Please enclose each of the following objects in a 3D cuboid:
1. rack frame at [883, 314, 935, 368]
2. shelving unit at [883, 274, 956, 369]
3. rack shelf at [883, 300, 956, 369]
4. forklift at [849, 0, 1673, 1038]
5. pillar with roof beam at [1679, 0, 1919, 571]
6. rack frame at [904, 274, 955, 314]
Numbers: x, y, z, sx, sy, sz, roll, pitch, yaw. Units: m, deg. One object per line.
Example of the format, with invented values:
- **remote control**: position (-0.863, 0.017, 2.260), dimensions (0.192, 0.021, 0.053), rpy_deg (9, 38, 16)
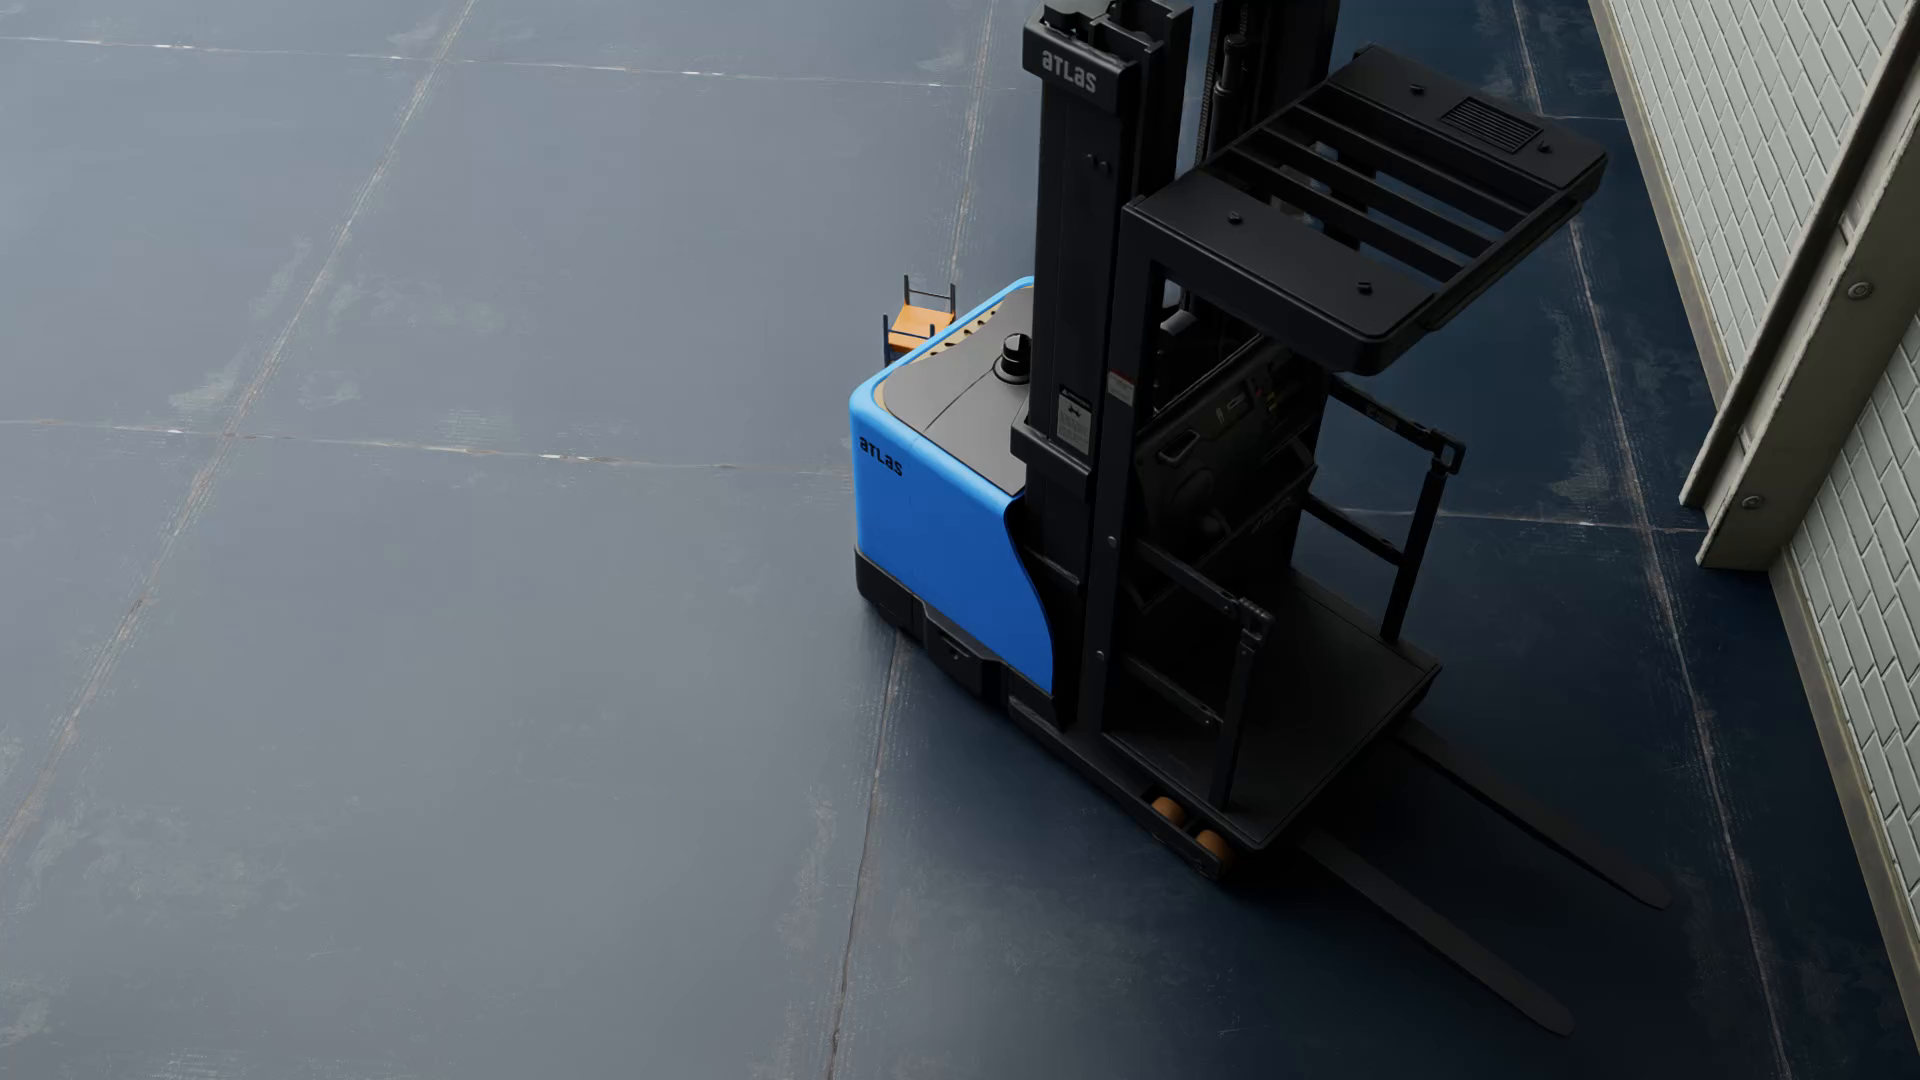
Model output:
- **rack frame**: position (-0.188, -0.454, 6.480), dimensions (0.200, 1.050, 0.008), rpy_deg (13, 49, 12)
- **shelving unit**: position (-0.151, -0.540, 6.558), dimensions (0.215, 1.050, 0.252), rpy_deg (13, 49, 12)
- **rack shelf**: position (-0.151, -0.724, 6.357), dimensions (0.215, 0.259, 0.240), rpy_deg (13, 49, 12)
- **forklift**: position (1.003, -0.271, 5.038), dimensions (3.031, 2.935, 1.130), rpy_deg (36, 57, 28)
- **pillar with roof beam**: position (-1.151, -3.356, 3.747), dimensions (9.100, 9.000, 0.400), rpy_deg (4, 48, 4)
- **rack frame**: position (-0.115, -0.626, 6.637), dimensions (0.200, 1.050, 0.008), rpy_deg (13, 49, 12)
